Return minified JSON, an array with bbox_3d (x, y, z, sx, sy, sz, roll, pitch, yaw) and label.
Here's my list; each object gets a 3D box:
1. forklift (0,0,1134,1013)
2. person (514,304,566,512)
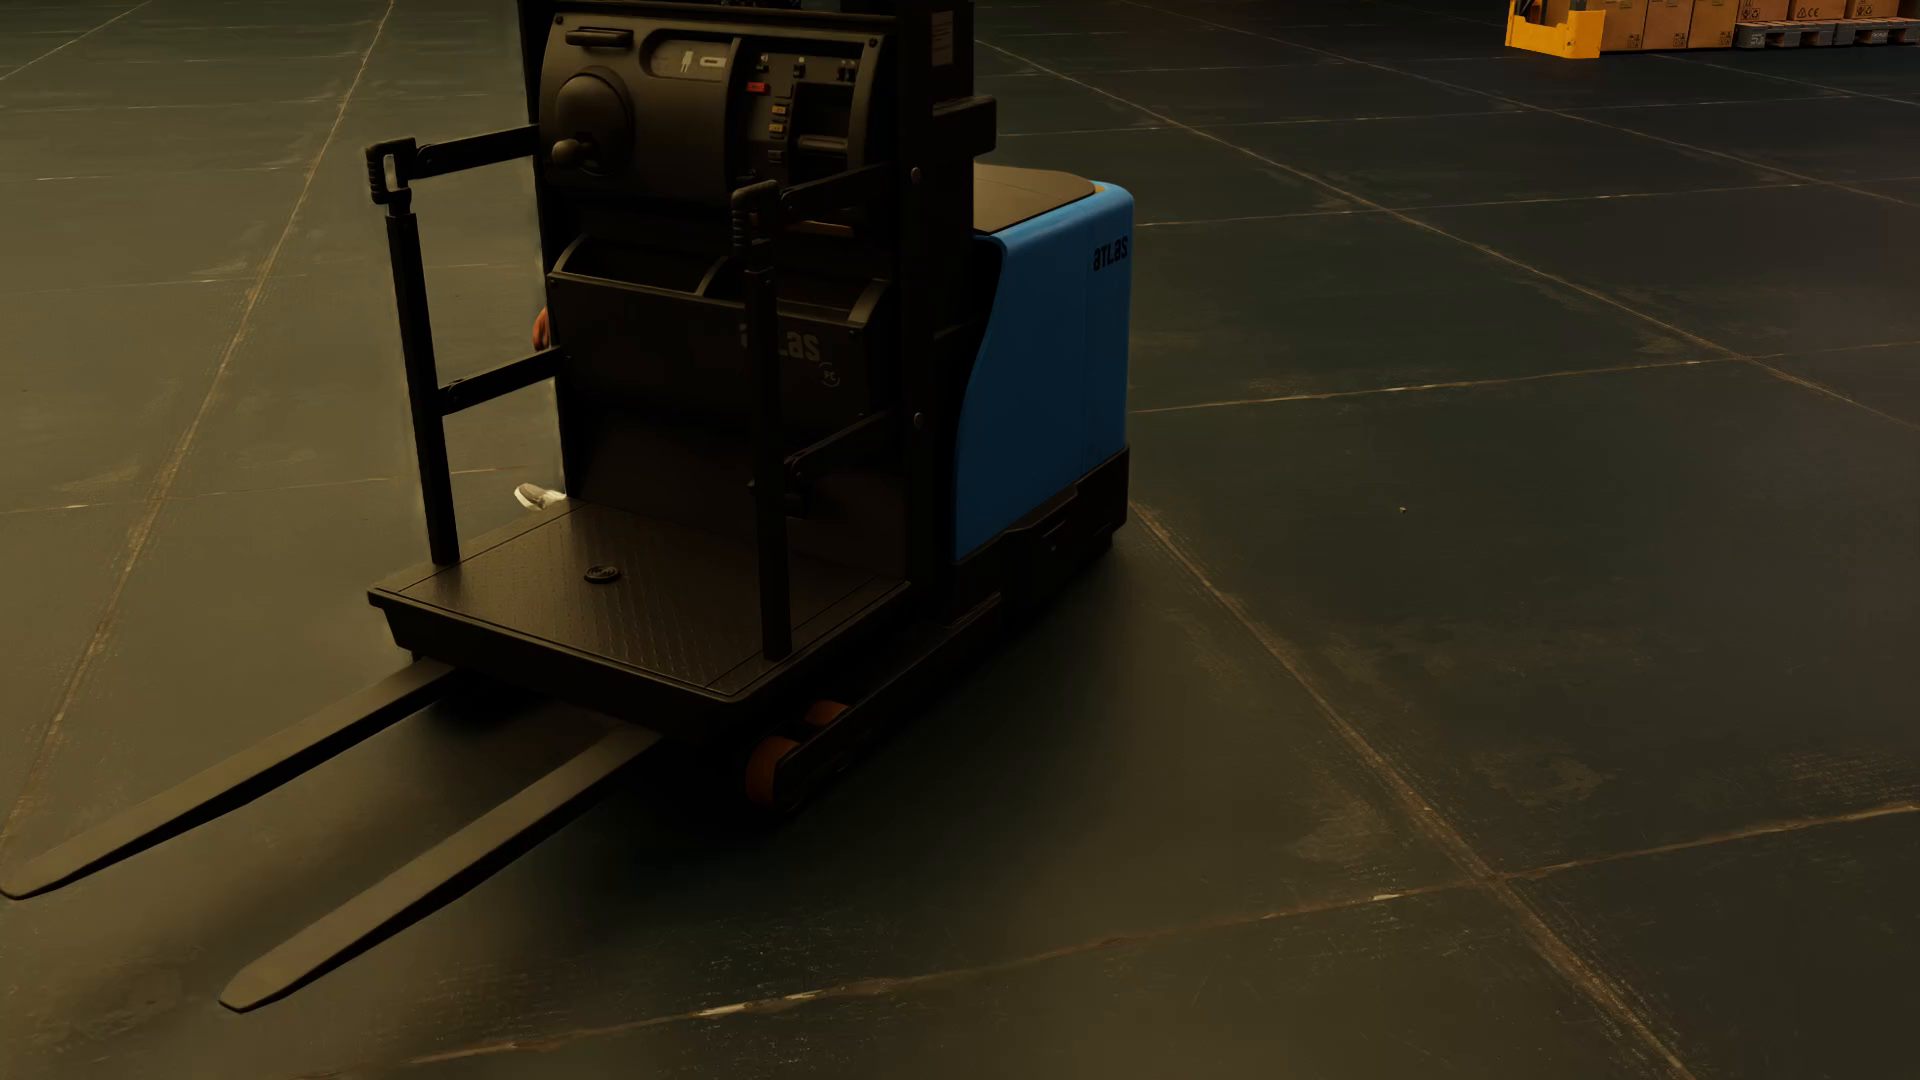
[{"bbox_3d":[-0.681,-0.957,3.558,1.130,2.935,3.031,13,26,28],"label":"forklift"},{"bbox_3d":[-0.898,-0.653,4.572,0.862,1.511,0.589,3,23,7],"label":"person"}]
